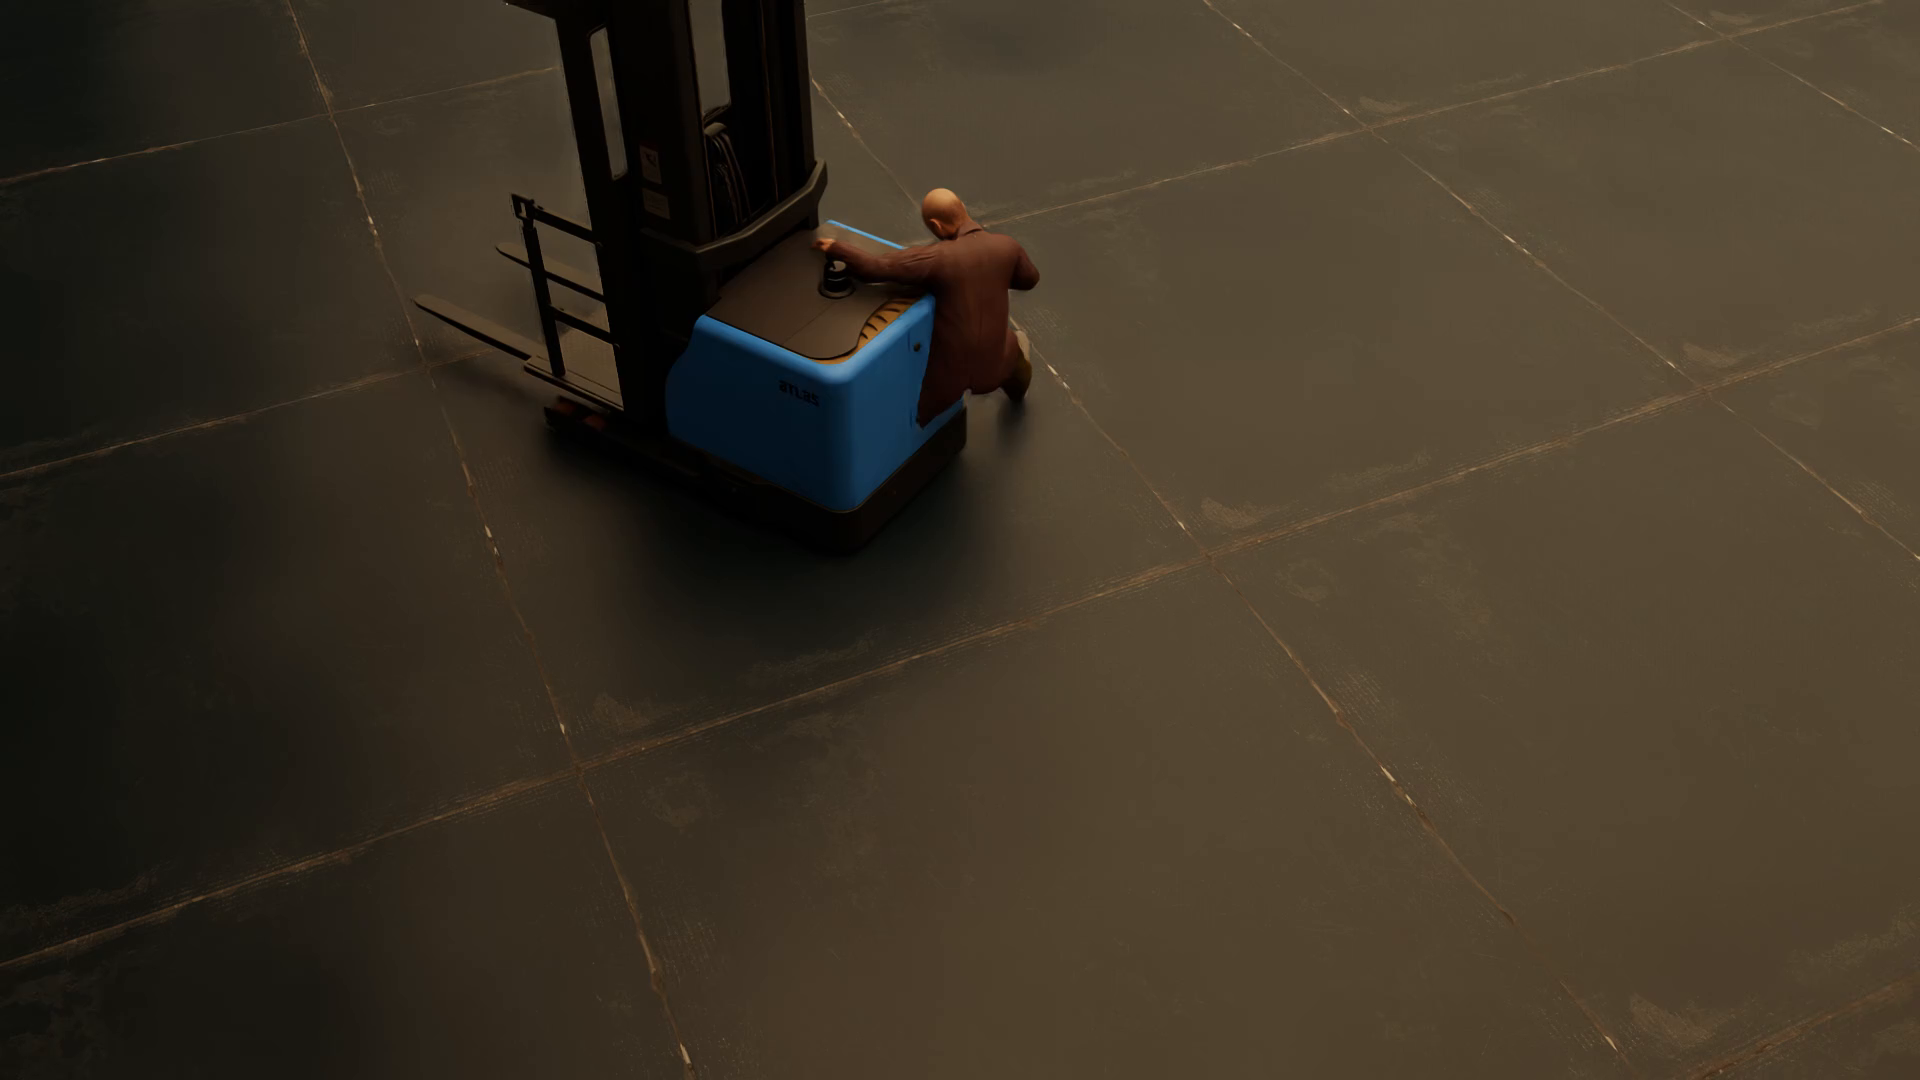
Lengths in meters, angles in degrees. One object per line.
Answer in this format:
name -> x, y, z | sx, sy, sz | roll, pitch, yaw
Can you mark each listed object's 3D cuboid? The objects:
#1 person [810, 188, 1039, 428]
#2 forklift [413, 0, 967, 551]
person -> -0.110, -0.950, 7.844 | 1.323, 1.416, 0.967 | -14, 45, -15
forklift -> -1.478, -1.808, 7.618 | 3.031, 2.935, 1.130 | 24, 48, 24
